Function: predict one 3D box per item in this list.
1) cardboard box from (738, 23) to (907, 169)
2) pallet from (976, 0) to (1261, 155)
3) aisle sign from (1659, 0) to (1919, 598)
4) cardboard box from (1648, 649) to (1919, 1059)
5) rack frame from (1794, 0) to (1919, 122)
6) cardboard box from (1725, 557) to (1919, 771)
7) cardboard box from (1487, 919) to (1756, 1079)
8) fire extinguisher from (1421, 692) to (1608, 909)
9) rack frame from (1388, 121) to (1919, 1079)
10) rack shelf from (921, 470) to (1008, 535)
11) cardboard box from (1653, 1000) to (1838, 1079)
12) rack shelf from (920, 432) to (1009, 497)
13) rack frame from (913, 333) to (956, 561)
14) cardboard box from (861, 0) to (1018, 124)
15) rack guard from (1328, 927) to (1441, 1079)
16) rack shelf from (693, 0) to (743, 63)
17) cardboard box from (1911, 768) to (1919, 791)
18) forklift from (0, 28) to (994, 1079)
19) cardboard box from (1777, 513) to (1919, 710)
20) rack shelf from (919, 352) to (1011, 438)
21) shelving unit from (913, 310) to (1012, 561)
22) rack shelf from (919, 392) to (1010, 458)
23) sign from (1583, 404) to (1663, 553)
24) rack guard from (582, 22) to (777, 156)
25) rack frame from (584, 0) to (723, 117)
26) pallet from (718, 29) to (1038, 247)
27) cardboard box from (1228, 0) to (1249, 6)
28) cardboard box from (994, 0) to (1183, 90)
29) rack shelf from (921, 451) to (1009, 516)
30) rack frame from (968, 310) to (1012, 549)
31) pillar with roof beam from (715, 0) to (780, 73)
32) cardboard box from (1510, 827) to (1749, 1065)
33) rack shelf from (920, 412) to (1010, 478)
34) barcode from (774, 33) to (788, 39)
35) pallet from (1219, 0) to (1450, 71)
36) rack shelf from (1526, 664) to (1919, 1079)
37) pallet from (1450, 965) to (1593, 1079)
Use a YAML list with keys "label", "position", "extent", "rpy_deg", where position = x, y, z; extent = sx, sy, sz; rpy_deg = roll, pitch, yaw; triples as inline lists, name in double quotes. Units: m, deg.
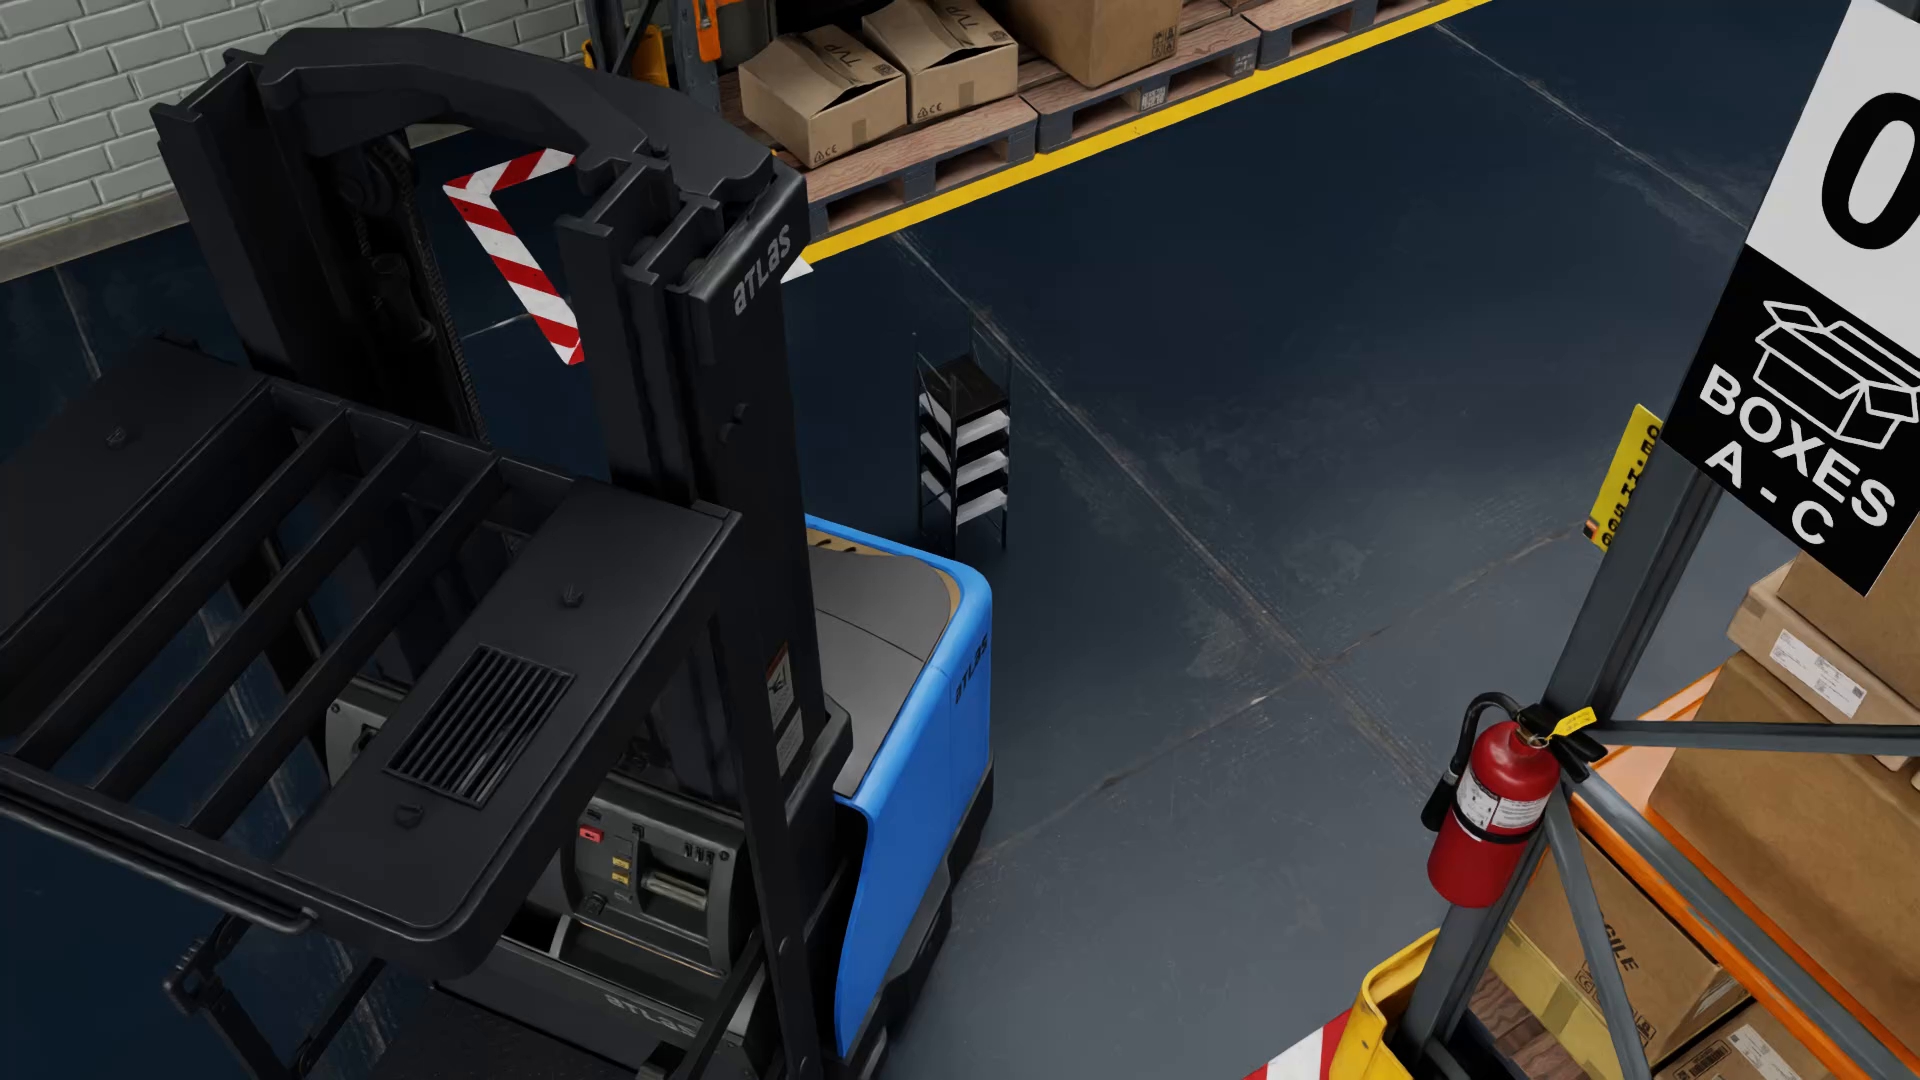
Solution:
- label: "cardboard box"
  position: [-0.571, -1.876, 6.918]
  extent: [0.500, 0.311, 0.500]
  rpy_deg: [-31, 55, -25]
- label: "pallet"
  position: [0.597, -2.293, 7.650]
  extent: [1.213, 0.211, 1.003]
  rpy_deg: [-25, 53, -21]
- label: "aisle sign"
  position: [1.230, -0.302, 2.269]
  extent: [0.004, 0.787, 0.394]
  rpy_deg: [-25, 53, -21]
- label: "cardboard box"
  position: [1.844, 0.511, 3.220]
  extent: [0.500, 0.500, 0.700]
  rpy_deg: [-25, 53, -21]
- label: "rack frame"
  position: [1.443, -1.273, 0.858]
  extent: [0.127, 3.000, 1.000]
  rpy_deg: [-25, 53, -21]
- label: "cardboard box"
  position: [1.664, 0.200, 3.062]
  extent: [0.250, 0.149, 0.380]
  rpy_deg: [-26, 53, -21]
- label: "cardboard box"
  position: [1.739, 1.096, 4.325]
  extent: [0.500, 0.250, 0.500]
  rpy_deg: [-25, 53, -21]
- label: "fire extinguisher"
  position: [1.095, 0.501, 3.347]
  extent: [0.183, 0.674, 0.296]
  rpy_deg: [-25, 53, -21]
- label: "rack frame"
  position: [1.443, 0.722, 3.098]
  extent: [0.127, 3.000, 1.000]
  rpy_deg: [-25, 53, -21]
- label: "rack shelf"
  position: [0.007, -0.161, 5.576]
  extent: [0.200, 0.077, 0.258]
  rpy_deg: [-25, 53, -21]
- label: "cardboard box"
  position: [2.015, 1.424, 4.034]
  extent: [0.500, 0.250, 0.500]
  rpy_deg: [-25, 53, -21]
- label: "rack shelf"
  position: [0.007, -0.280, 5.442]
  extent: [0.200, 0.077, 0.258]
  rpy_deg: [-25, 53, -21]
- label: "rack frame"
  position: [-0.079, -0.262, 5.381]
  extent: [0.006, 0.900, 0.240]
  rpy_deg: [-25, 53, -21]
- label: "cardboard box"
  position: [-0.088, -2.103, 7.120]
  extent: [0.500, 0.311, 0.500]
  rpy_deg: [-21, 52, -18]
- label: "rack guard"
  position: [1.422, 1.563, 4.023]
  extent: [0.348, 0.500, 1.175]
  rpy_deg: [-25, 53, -21]
- label: "rack shelf"
  position: [0.488, -2.963, 6.862]
  extent: [4.000, 0.370, 1.077]
  rpy_deg: [-25, 53, -21]
- label: "cardboard box"
  position: [1.889, 0.453, 2.837]
  extent: [0.250, 0.149, 0.380]
  rpy_deg: [-26, 53, -21]
- label: "forklift"
  position: [-0.938, 0.698, 3.165]
  extent: [1.130, 2.935, 3.031]
  rpy_deg: [17, 51, 15]
- label: "cardboard box"
  position: [1.889, 0.058, 2.754]
  extent: [0.500, 0.500, 0.700]
  rpy_deg: [-25, 53, -21]
- label: "rack shelf"
  position: [0.007, -0.460, 5.240]
  extent: [0.200, 0.077, 0.258]
  rpy_deg: [-25, 53, -21]
- label: "shelving unit"
  position: [0.007, -0.302, 5.417]
  extent: [0.210, 0.900, 0.258]
  rpy_deg: [-25, 53, -21]
- label: "rack shelf"
  position: [0.007, -0.400, 5.307]
  extent: [0.200, 0.077, 0.258]
  rpy_deg: [-25, 53, -21]
- label: "sign"
  position: [1.165, -0.090, 2.888]
  extent: [0.005, 0.325, 0.100]
  rpy_deg: [-25, 53, -21]
- label: "rack guard"
  position: [-1.139, -1.604, 6.844]
  extent: [0.348, 0.500, 1.175]
  rpy_deg: [-25, 53, -21]
- label: "rack frame"
  position: [-1.204, -2.405, 5.883]
  extent: [0.127, 3.000, 1.000]
  rpy_deg: [-25, 53, -21]
- label: "pallet"
  position: [-0.433, -1.810, 7.220]
  extent: [1.213, 0.211, 1.003]
  rpy_deg: [-25, 53, -21]
- label: "cardboard box"
  position: [1.323, -2.875, 7.681]
  extent: [0.500, 0.500, 0.500]
  rpy_deg: [-29, 54, -23]
- label: "cardboard box"
  position: [0.559, -2.427, 7.282]
  extent: [0.500, 0.500, 0.700]
  rpy_deg: [-28, 54, -23]
- label: "rack shelf"
  position: [0.007, -0.220, 5.509]
  extent: [0.200, 0.077, 0.258]
  rpy_deg: [-25, 53, -21]
- label: "rack frame"
  position: [0.093, -0.343, 5.453]
  extent: [0.006, 0.900, 0.240]
  rpy_deg: [-25, 53, -21]
- label: "pillar with roof beam"
  position: [1.224, -2.507, 1.957]
  extent: [0.400, 9.000, 9.100]
  rpy_deg: [-25, 53, -21]
- label: "cardboard box"
  position: [1.737, 0.846, 4.046]
  extent: [0.500, 0.500, 0.500]
  rpy_deg: [-25, 53, -21]
- label: "rack shelf"
  position: [0.007, -0.340, 5.374]
  extent: [0.200, 0.077, 0.258]
  rpy_deg: [-25, 53, -21]
- label: "barcode"
  position: [-0.769, -2.139, 7.146]
  extent: [0.075, 0.075, 0.001]
  rpy_deg: [-25, 53, -21]
- label: "pallet"
  position: [1.630, -2.782, 8.086]
  extent: [1.213, 0.211, 1.003]
  rpy_deg: [-25, 53, -21]
- label: "rack shelf"
  position: [3.134, 0.164, 4.077]
  extent: [4.000, 0.370, 1.077]
  rpy_deg: [-25, 53, -21]
- label: "pallet"
  position: [2.067, 1.318, 4.435]
  extent: [1.213, 0.211, 1.003]
  rpy_deg: [-25, 53, -21]
